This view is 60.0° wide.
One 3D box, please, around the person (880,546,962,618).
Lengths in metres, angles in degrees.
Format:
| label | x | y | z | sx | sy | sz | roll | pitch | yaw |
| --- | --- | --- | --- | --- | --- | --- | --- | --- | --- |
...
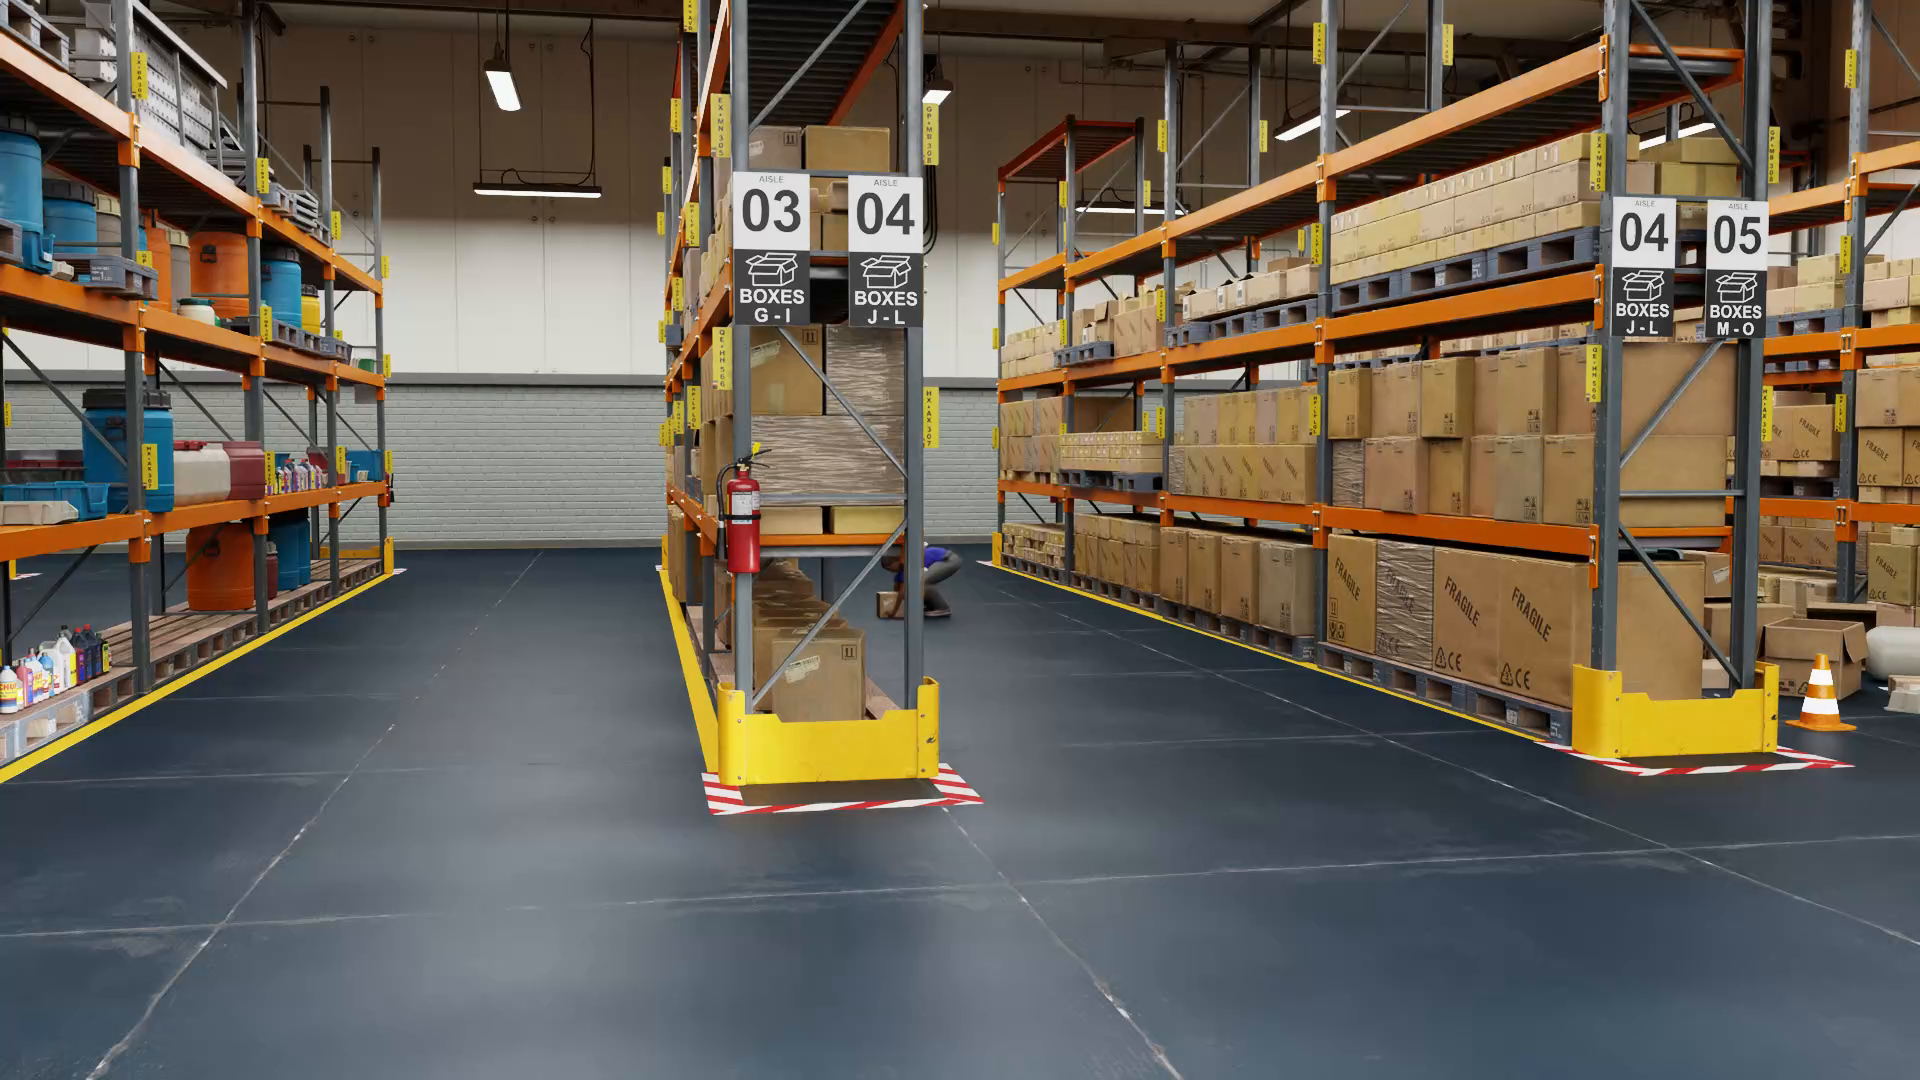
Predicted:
| label | x | y | z | sx | sy | sz | roll | pitch | yaw |
| --- | --- | --- | --- | --- | --- | --- | --- | --- | --- |
| person | -0.416 | 0.445 | 17.606 | 0.871 | 0.770 | 0.459 | -1 | 3 | -13 |
